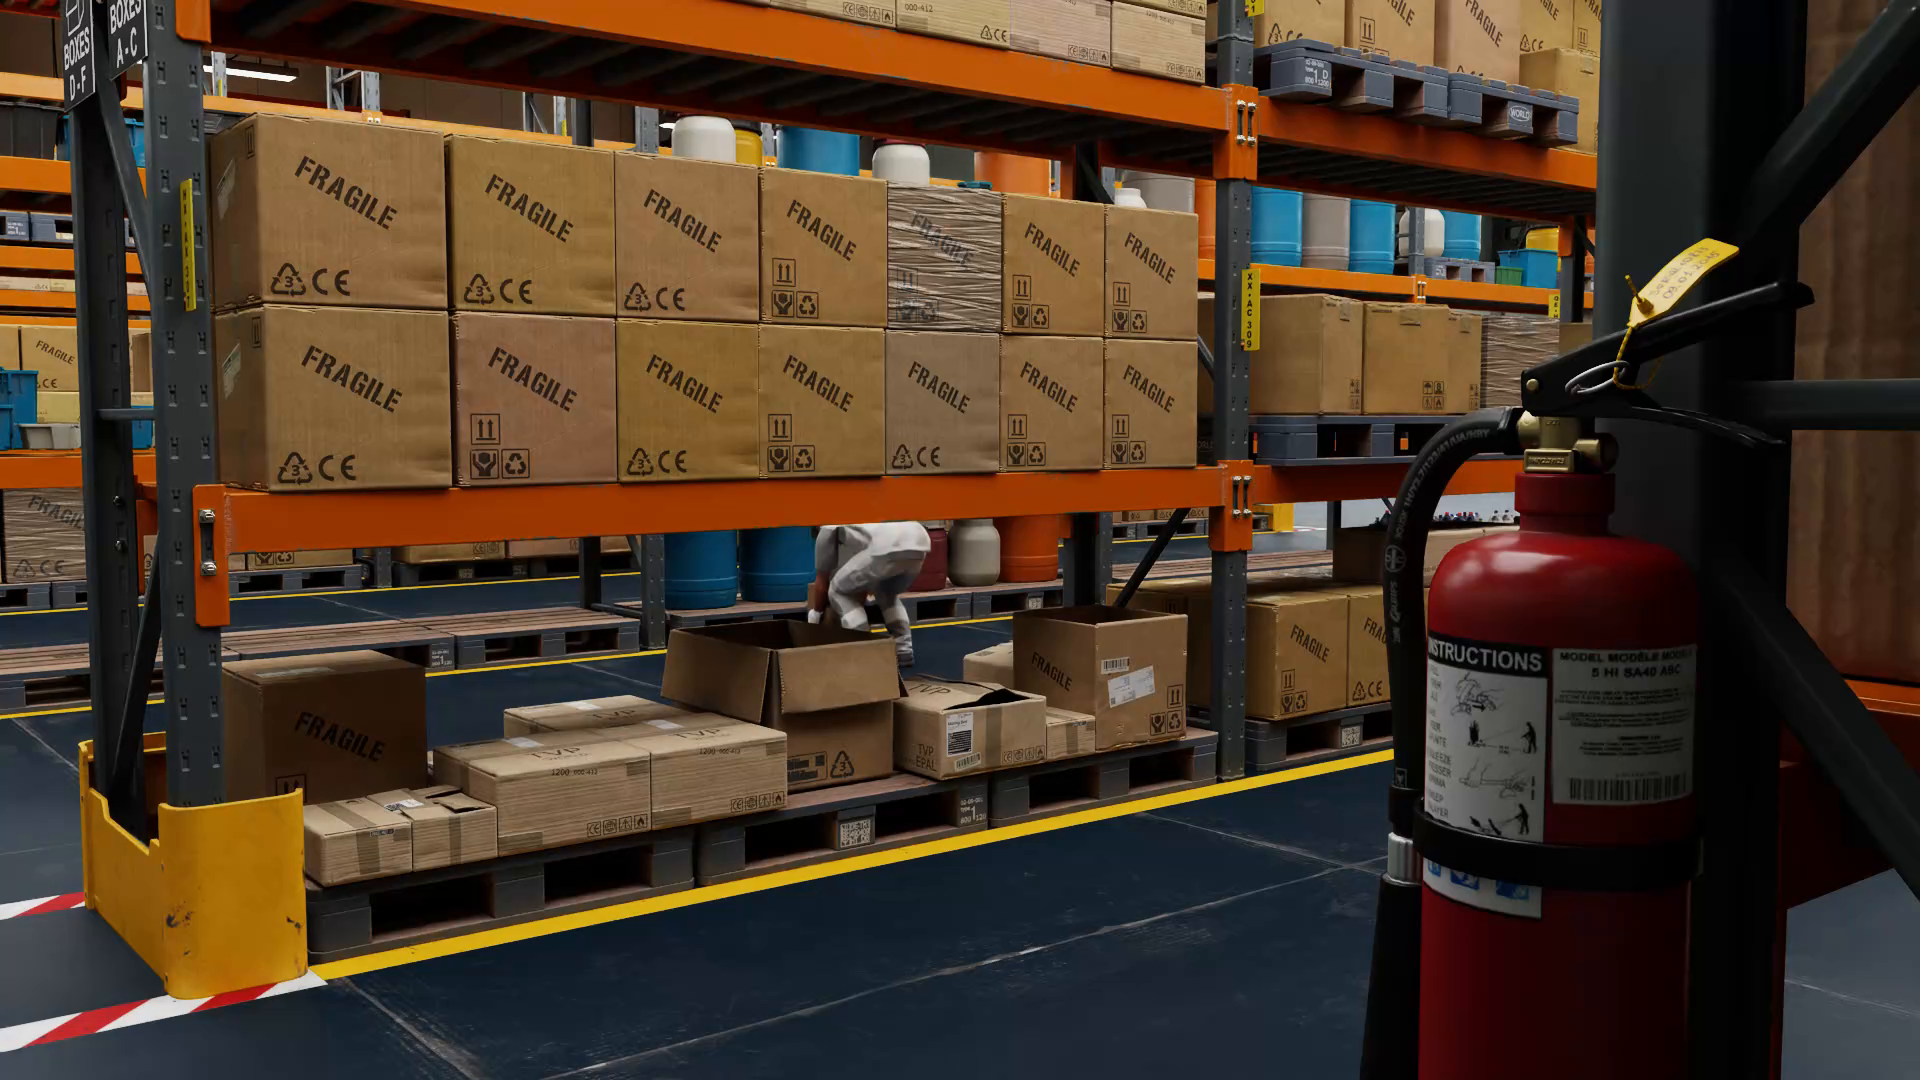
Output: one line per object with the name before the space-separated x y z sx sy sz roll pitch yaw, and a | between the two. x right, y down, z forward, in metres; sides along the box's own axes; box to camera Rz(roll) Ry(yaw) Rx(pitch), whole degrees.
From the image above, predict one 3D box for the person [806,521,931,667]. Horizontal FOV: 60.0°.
person | -0.585 0.259 10.141 0.525 0.995 0.955 -4 6 -41
